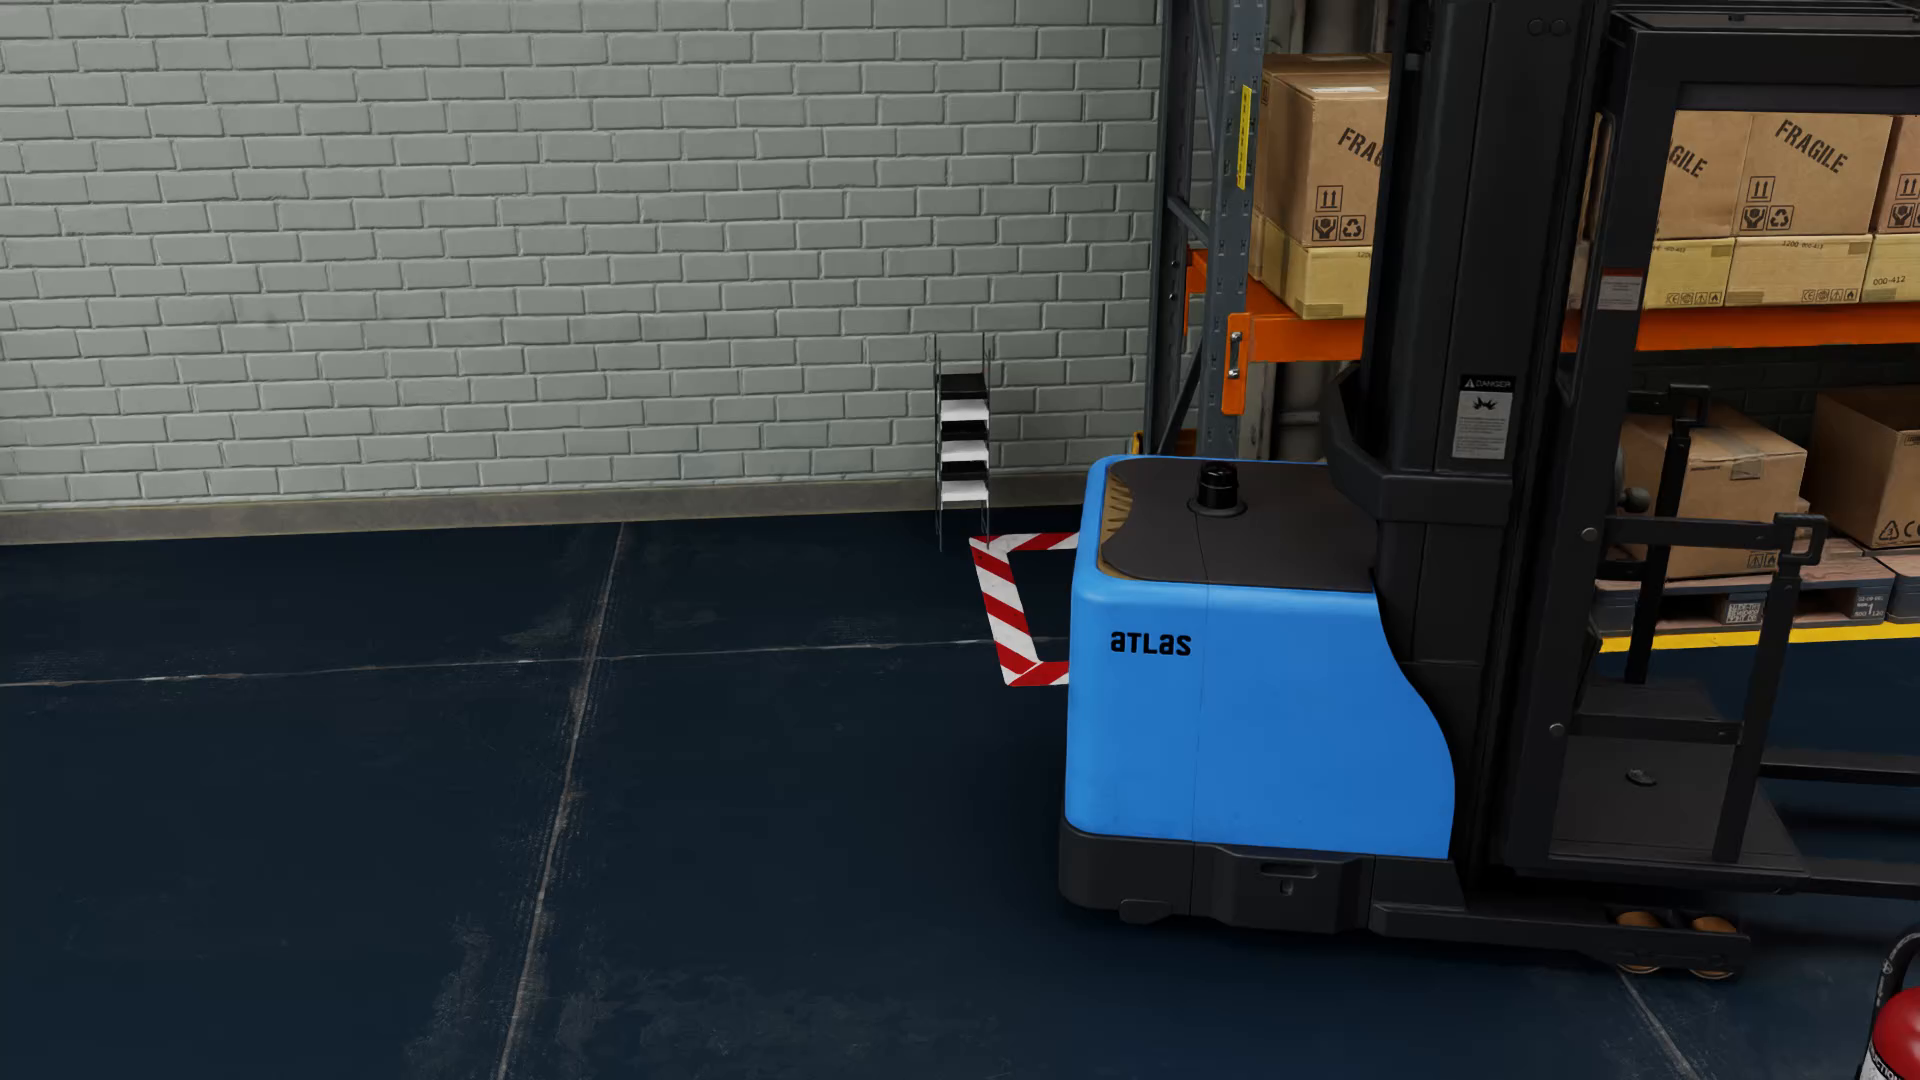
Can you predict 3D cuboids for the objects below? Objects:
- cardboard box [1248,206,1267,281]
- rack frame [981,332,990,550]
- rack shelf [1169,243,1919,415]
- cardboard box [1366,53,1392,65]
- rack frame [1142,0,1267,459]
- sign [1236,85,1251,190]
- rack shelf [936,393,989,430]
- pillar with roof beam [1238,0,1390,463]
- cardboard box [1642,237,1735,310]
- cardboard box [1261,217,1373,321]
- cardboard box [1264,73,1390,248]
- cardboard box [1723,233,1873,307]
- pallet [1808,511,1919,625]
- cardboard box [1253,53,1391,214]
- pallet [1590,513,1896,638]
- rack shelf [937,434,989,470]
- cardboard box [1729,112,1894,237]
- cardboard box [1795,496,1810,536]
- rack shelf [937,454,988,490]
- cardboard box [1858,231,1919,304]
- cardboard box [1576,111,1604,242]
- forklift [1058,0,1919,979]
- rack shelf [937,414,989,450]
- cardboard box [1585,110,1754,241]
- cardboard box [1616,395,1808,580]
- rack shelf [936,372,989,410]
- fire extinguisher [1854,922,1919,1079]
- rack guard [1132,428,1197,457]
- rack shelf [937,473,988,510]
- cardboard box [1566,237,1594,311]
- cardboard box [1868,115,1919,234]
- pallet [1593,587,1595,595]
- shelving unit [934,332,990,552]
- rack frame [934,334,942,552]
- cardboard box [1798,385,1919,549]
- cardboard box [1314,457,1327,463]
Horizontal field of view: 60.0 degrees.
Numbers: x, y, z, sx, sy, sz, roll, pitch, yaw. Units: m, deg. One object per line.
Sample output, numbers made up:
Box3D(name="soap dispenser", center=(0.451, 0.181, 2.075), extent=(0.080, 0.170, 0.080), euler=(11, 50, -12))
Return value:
Box3D(name="cardboard box", center=(1.325, -1.185, 6.382), extent=(0.500, 0.250, 0.500), euler=(-2, 24, -4))
Box3D(name="rack frame", center=(0.109, -0.416, 7.077), extent=(0.006, 0.900, 0.240), euler=(-2, 24, -5))
Box3D(name="rack shelf", center=(2.869, -0.898, 6.463), extent=(4.000, 0.370, 1.077), euler=(-2, 24, -5))
Box3D(name="cardboard box", center=(1.828, -1.551, 6.283), extent=(0.500, 0.500, 0.500), euler=(-2, 24, -4))
Box3D(name="rack frame", center=(0.878, -1.147, 6.137), extent=(0.127, 3.000, 1.000), euler=(-2, 24, -5))
Box3D(name="sign", center=(0.932, -1.323, 5.468), extent=(0.005, 0.325, 0.100), euler=(-2, 24, -5))
Box3D(name="rack shelf", center=(0.008, -0.546, 7.008), extent=(0.200, 0.077, 0.258), euler=(-2, 24, -5))
Box3D(name="pillar with roof beam", center=(1.913, -2.526, 1.854), extent=(0.400, 9.000, 9.100), euler=(-2, 24, -5))
Box3D(name="cardboard box", center=(2.418, -1.023, 6.019), extent=(0.500, 0.250, 0.500), euler=(-3, 24, -6))
Box3D(name="cardboard box", center=(1.395, -0.979, 5.919), extent=(0.500, 0.250, 0.500), euler=(-3, 24, -7))
Box3D(name="cardboard box", center=(1.383, -1.328, 5.781), extent=(0.500, 0.500, 0.500), euler=(-2, 24, -5))
Box3D(name="cardboard box", center=(2.921, -1.042, 6.062), extent=(0.500, 0.250, 0.500), euler=(-2, 24, -5))
Box3D(name="pallet", center=(4.194, 0.009, 6.971), extent=(1.213, 0.211, 1.003), euler=(-2, 24, -5))
Box3D(name="cardboard box", center=(1.327, -1.535, 6.247), extent=(0.500, 0.500, 0.500), euler=(-3, 24, -6))
Box3D(name="pallet", center=(2.977, 0.059, 6.858), extent=(1.213, 0.211, 1.003), euler=(-2, 24, -5))
Box3D(name="rack shelf", center=(0.008, -0.381, 7.081), extent=(0.200, 0.077, 0.258), euler=(-2, 24, -5))
Box3D(name="cardboard box", center=(2.903, -1.387, 5.914), extent=(0.500, 0.500, 0.500), euler=(-2, 24, -3))
Box3D(name="cardboard box", center=(3.265, -0.149, 6.861), extent=(0.250, 0.149, 0.380), euler=(-4, 24, -9))
Box3D(name="rack shelf", center=(0.008, -0.299, 7.118), extent=(0.200, 0.077, 0.258), euler=(-2, 24, -5))
Box3D(name="cardboard box", center=(3.422, -1.063, 6.108), extent=(0.500, 0.250, 0.500), euler=(-2, 24, -5))
Box3D(name="cardboard box", center=(1.876, -1.344, 5.816), extent=(0.500, 0.500, 0.500), euler=(-2, 24, -5))
Box3D(name="forklift", center=(1.840, -0.368, 4.470), extent=(3.031, 2.935, 1.130), euler=(3, 24, 7))
Box3D(name="rack shelf", center=(0.008, -0.463, 7.045), extent=(0.200, 0.077, 0.258), euler=(-2, 24, -5))
Box3D(name="cardboard box", center=(2.391, -1.362, 5.857), extent=(0.500, 0.500, 0.500), euler=(-3, 24, -7))
Box3D(name="cardboard box", center=(2.878, -0.229, 6.608), extent=(0.500, 0.500, 0.700), euler=(-4, 24, -8))
Box3D(name="rack shelf", center=(0.008, -0.628, 6.972), extent=(0.200, 0.077, 0.258), euler=(-2, 24, -5))
Box3D(name="fire extinguisher", center=(1.206, 0.707, 2.060), extent=(0.183, 0.674, 0.296), euler=(-2, 24, -5))
Box3D(name="rack guard", center=(0.954, -0.008, 6.652), extent=(0.348, 0.500, 1.175), euler=(-2, 24, -5))
Box3D(name="rack shelf", center=(0.008, -0.217, 7.155), extent=(0.200, 0.077, 0.258), euler=(-2, 24, -5))
Box3D(name="cardboard box", center=(1.911, -1.005, 5.979), extent=(0.500, 0.250, 0.500), euler=(-3, 24, -7))
Box3D(name="cardboard box", center=(3.421, -1.408, 5.962), extent=(0.500, 0.500, 0.500), euler=(-3, 24, -7))
Box3D(name="pallet", center=(1.766, 0.106, 6.751), extent=(1.213, 0.211, 1.003), euler=(-2, 24, -5))
Box3D(name="shelving unit", center=(0.008, -0.412, 7.068), extent=(0.210, 0.900, 0.258), euler=(-2, 24, -5))
Box3D(name="rack frame", center=(-0.093, -0.407, 7.059), extent=(0.006, 0.900, 0.240), euler=(-2, 24, -5))
Box3D(name="cardboard box", center=(3.830, -0.308, 6.785), extent=(0.500, 0.500, 0.500), euler=(-4, 24, -9))
Box3D(name="cardboard box", center=(1.576, -0.111, 6.574), extent=(0.500, 0.311, 0.500), euler=(-5, 24, -11))
